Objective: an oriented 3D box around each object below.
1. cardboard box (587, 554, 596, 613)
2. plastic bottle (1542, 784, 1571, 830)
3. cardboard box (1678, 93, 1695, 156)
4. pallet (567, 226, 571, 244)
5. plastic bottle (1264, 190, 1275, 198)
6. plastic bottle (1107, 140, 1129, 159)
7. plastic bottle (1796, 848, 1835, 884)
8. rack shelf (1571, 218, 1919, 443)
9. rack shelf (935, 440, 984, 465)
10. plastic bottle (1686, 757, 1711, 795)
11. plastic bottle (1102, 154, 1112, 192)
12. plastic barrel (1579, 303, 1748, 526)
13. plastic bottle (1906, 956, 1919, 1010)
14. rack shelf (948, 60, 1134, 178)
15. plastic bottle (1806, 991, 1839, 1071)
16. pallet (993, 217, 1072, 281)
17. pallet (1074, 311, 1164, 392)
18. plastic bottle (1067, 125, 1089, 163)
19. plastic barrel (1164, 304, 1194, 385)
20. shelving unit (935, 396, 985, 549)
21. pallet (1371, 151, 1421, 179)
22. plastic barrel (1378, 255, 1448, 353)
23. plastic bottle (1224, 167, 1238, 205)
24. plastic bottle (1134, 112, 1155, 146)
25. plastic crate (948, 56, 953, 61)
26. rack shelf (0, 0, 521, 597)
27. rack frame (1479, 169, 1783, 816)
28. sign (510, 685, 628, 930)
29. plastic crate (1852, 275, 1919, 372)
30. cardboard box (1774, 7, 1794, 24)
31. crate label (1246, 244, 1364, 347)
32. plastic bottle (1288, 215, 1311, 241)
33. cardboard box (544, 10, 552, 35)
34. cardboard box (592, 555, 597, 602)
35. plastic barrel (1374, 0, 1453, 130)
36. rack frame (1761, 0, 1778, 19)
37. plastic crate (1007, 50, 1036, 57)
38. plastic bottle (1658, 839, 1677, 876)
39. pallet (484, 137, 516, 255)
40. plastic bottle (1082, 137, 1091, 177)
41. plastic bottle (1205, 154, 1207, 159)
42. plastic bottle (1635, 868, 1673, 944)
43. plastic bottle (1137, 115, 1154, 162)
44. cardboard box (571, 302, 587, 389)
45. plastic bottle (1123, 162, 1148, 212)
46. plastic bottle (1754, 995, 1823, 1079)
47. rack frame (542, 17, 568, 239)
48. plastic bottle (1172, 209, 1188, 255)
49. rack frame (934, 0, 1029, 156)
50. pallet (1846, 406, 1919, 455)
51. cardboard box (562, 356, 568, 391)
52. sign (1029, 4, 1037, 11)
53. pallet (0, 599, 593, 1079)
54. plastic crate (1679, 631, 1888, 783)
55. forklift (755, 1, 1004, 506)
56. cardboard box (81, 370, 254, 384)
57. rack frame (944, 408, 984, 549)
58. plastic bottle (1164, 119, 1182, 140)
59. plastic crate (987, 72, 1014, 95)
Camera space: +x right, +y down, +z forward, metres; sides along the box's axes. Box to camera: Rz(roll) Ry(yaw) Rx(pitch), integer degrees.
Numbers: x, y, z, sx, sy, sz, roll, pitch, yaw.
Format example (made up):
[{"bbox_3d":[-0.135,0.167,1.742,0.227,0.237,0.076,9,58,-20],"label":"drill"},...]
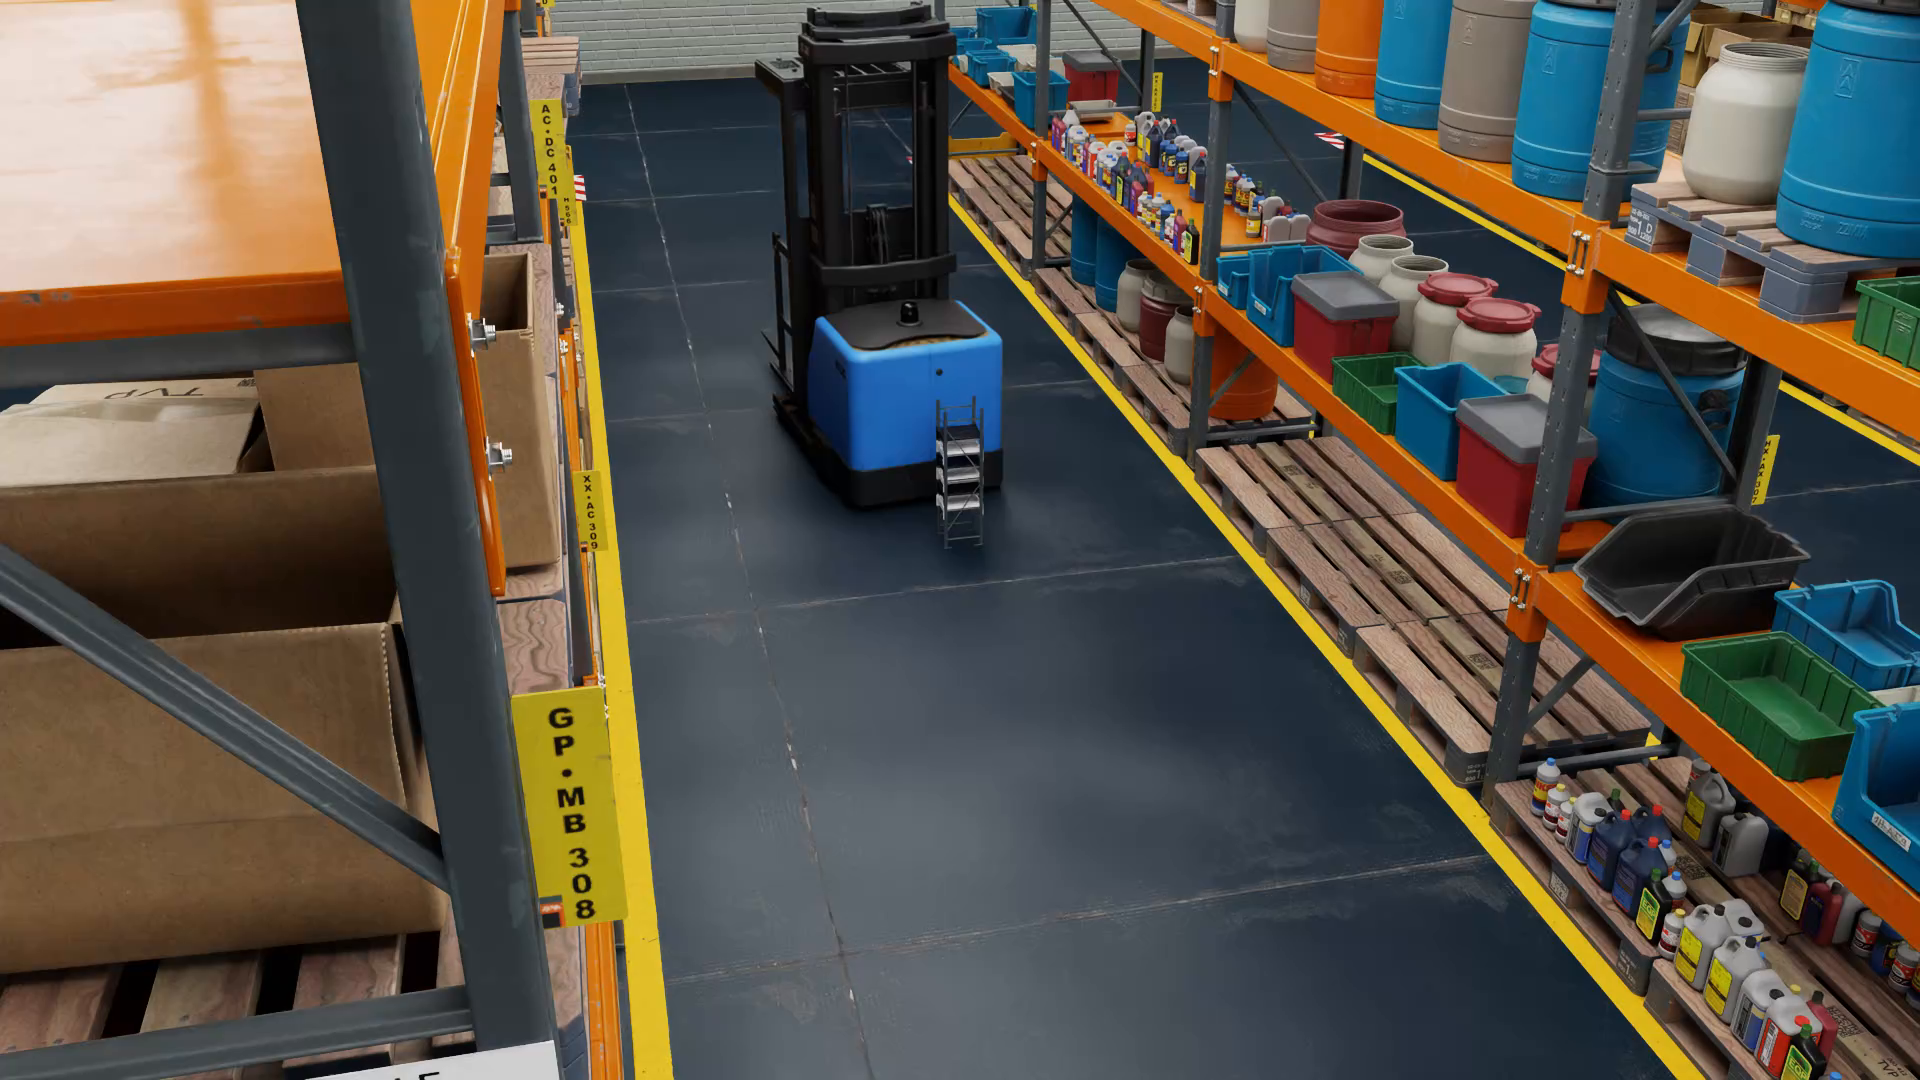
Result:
[{"bbox_3d":[-2.088,0.283,8.323,0.500,0.311,0.500,-5,27,-10],"label":"cardboard box"},{"bbox_3d":[2.604,1.156,7.249,0.097,0.201,0.097,0,27,0],"label":"plastic bottle"},{"bbox_3d":[6.167,-3.292,13.332,0.500,0.500,0.500,-5,27,-11],"label":"cardboard box"},{"bbox_3d":[-4.125,-2.730,15.425,1.003,0.211,1.213,-6,27,-12],"label":"pallet"},{"bbox_3d":[2.162,-2.319,11.646,0.061,0.283,0.133,-6,27,-12],"label":"plastic bottle"},{"bbox_3d":[1.224,-2.950,12.903,0.152,0.276,0.135,-6,27,-12],"label":"plastic bottle"},{"bbox_3d":[3.478,1.340,6.719,0.144,0.351,0.185,-6,27,-12],"label":"plastic bottle"},{"bbox_3d":[3.387,-0.266,4.918,1.077,0.370,4.000,-6,27,-12],"label":"rack shelf"},{"bbox_3d":[-0.002,-0.536,9.988,0.258,0.077,0.200,-6,27,-12],"label":"rack shelf"},{"bbox_3d":[3.322,1.054,7.449,0.097,0.201,0.097,0,27,0],"label":"plastic bottle"},{"bbox_3d":[1.127,-2.777,12.565,0.097,0.271,0.097,0,27,0],"label":"plastic bottle"},{"bbox_3d":[3.145,-0.550,7.455,0.600,0.901,0.708,-6,27,-12],"label":"plastic barrel"},{"bbox_3d":[3.633,1.630,6.232,0.097,0.271,0.097,0,27,0],"label":"plastic bottle"},{"bbox_3d":[0.683,-4.195,16.031,1.077,0.370,4.000,-6,27,-12],"label":"rack shelf"},{"bbox_3d":[3.070,1.760,5.961,0.061,0.283,0.133,-6,27,-12],"label":"plastic bottle"},{"bbox_3d":[0.930,-2.712,15.389,1.003,0.211,1.213,-6,27,-12],"label":"pallet"},{"bbox_3d":[1.545,-1.514,13.015,1.003,0.211,1.213,-6,27,-12],"label":"pallet"},{"bbox_3d":[0.949,-3.180,13.360,0.152,0.276,0.135,-6,27,-12],"label":"plastic bottle"},{"bbox_3d":[1.694,-1.411,12.011,0.421,0.512,0.421,0,27,0],"label":"plastic barrel"},{"bbox_3d":[-0.002,-0.405,10.054,0.258,0.900,0.210,-6,27,-12],"label":"shelving unit"},{"bbox_3d":[5.314,-4.309,18.553,1.003,0.211,1.213,-6,27,-12],"label":"pallet"},{"bbox_3d":[2.570,-1.317,9.407,0.421,0.512,0.421,0,27,0],"label":"plastic barrel"},{"bbox_3d":[1.993,-2.608,12.231,0.097,0.271,0.097,0,27,0],"label":"plastic bottle"},{"bbox_3d":[1.537,-3.443,13.879,0.152,0.276,0.135,-6,27,-12],"label":"plastic bottle"},{"bbox_3d":[-0.041,-5.012,17.077,0.250,0.136,0.298,-6,27,-12],"label":"plastic crate"},{"bbox_3d":[-1.440,-0.925,3.339,1.077,0.370,4.000,-6,27,-12],"label":"rack shelf"},{"bbox_3d":[2.936,-0.126,7.171,1.000,3.000,0.127,-6,27,-12],"label":"rack frame"},{"bbox_3d":[-0.447,0.313,1.914,0.100,0.325,0.005,-6,27,-12],"label":"sign"},{"bbox_3d":[3.027,-0.650,5.116,0.336,0.188,0.450,-6,27,-12],"label":"plastic crate"},{"bbox_3d":[9.666,-6.069,19.223,0.380,0.149,0.250,-6,27,-12],"label":"cardboard box"},{"bbox_3d":[1.995,-1.434,9.723,0.502,0.435,0.616,-6,27,-12],"label":"crate label"},{"bbox_3d":[2.252,-2.050,11.119,0.152,0.276,0.135,-6,27,-12],"label":"plastic bottle"},{"bbox_3d":[-3.642,-4.090,13.803,0.500,0.500,0.500,-7,28,-13],"label":"cardboard box"},{"bbox_3d":[-2.205,0.312,8.887,0.500,0.250,0.500,-5,27,-10],"label":"cardboard box"},{"bbox_3d":[2.316,-2.464,7.918,0.600,0.901,0.708,-6,27,-12],"label":"plastic barrel"},{"bbox_3d":[9.913,-6.356,19.515,1.000,3.000,0.127,-6,27,-12],"label":"rack frame"},{"bbox_3d":[0.644,-4.835,16.726,0.396,0.136,0.243,-6,27,-12],"label":"plastic crate"},{"bbox_3d":[2.864,1.343,6.799,0.097,0.271,0.097,0,27,0],"label":"plastic bottle"},{"bbox_3d":[-2.102,-1.264,6.309,0.805,0.209,1.217,-7,28,-14],"label":"pallet"},{"bbox_3d":[1.001,-2.992,12.978,0.061,0.283,0.133,-6,27,-12],"label":"plastic bottle"},{"bbox_3d":[1.840,-2.785,12.582,0.097,0.271,0.097,0,27,0],"label":"plastic bottle"},{"bbox_3d":[2.753,1.446,6.582,0.061,0.283,0.133,-5,27,-9],"label":"plastic bottle"},{"bbox_3d":[1.519,-3.231,13.378,0.144,0.351,0.185,-6,27,-12],"label":"plastic bottle"},{"bbox_3d":[-2.970,-1.369,11.919,0.500,0.500,0.500,-7,28,-13],"label":"cardboard box"},{"bbox_3d":[1.275,-2.570,12.068,0.144,0.351,0.185,-6,27,-12],"label":"plastic bottle"},{"bbox_3d":[2.967,1.774,5.940,0.152,0.276,0.135,-6,27,-11],"label":"plastic bottle"},{"bbox_3d":[-3.693,-3.137,13.136,1.000,3.000,0.127,-6,27,-12],"label":"rack frame"},{"bbox_3d":[1.476,-2.066,11.143,0.061,0.283,0.133,-6,27,-12],"label":"plastic bottle"},{"bbox_3d":[0.232,-5.394,17.608,1.000,3.000,0.127,-6,27,-12],"label":"rack frame"},{"bbox_3d":[7.035,-0.797,11.595,1.003,0.211,1.213,-6,27,-12],"label":"pallet"},{"bbox_3d":[-2.320,-0.902,8.987,0.380,0.149,0.250,-6,27,-12],"label":"cardboard box"},{"bbox_3d":[0.764,-5.530,17.696,0.100,0.325,0.005,-6,27,-12],"label":"sign"},{"bbox_3d":[-1.123,0.519,2.663,1.003,0.211,1.213,-6,27,-12],"label":"pallet"},{"bbox_3d":[2.967,0.593,5.981,0.450,0.188,0.662,-6,27,-12],"label":"plastic crate"},{"bbox_3d":[-0.706,-2.168,11.292,1.130,2.935,3.031,-9,28,-18],"label":"forklift"},{"bbox_3d":[-1.642,-0.524,3.895,0.797,0.503,0.637,-3,27,-6],"label":"cardboard box"},{"bbox_3d":[0.021,-0.361,9.966,0.240,0.900,0.006,-6,27,-12],"label":"rack frame"},{"bbox_3d":[1.701,-3.165,13.246,0.144,0.351,0.185,-6,27,-12],"label":"plastic bottle"},{"bbox_3d":[0.448,-4.281,15.629,0.293,0.136,0.466,-6,27,-12],"label":"plastic crate"}]
